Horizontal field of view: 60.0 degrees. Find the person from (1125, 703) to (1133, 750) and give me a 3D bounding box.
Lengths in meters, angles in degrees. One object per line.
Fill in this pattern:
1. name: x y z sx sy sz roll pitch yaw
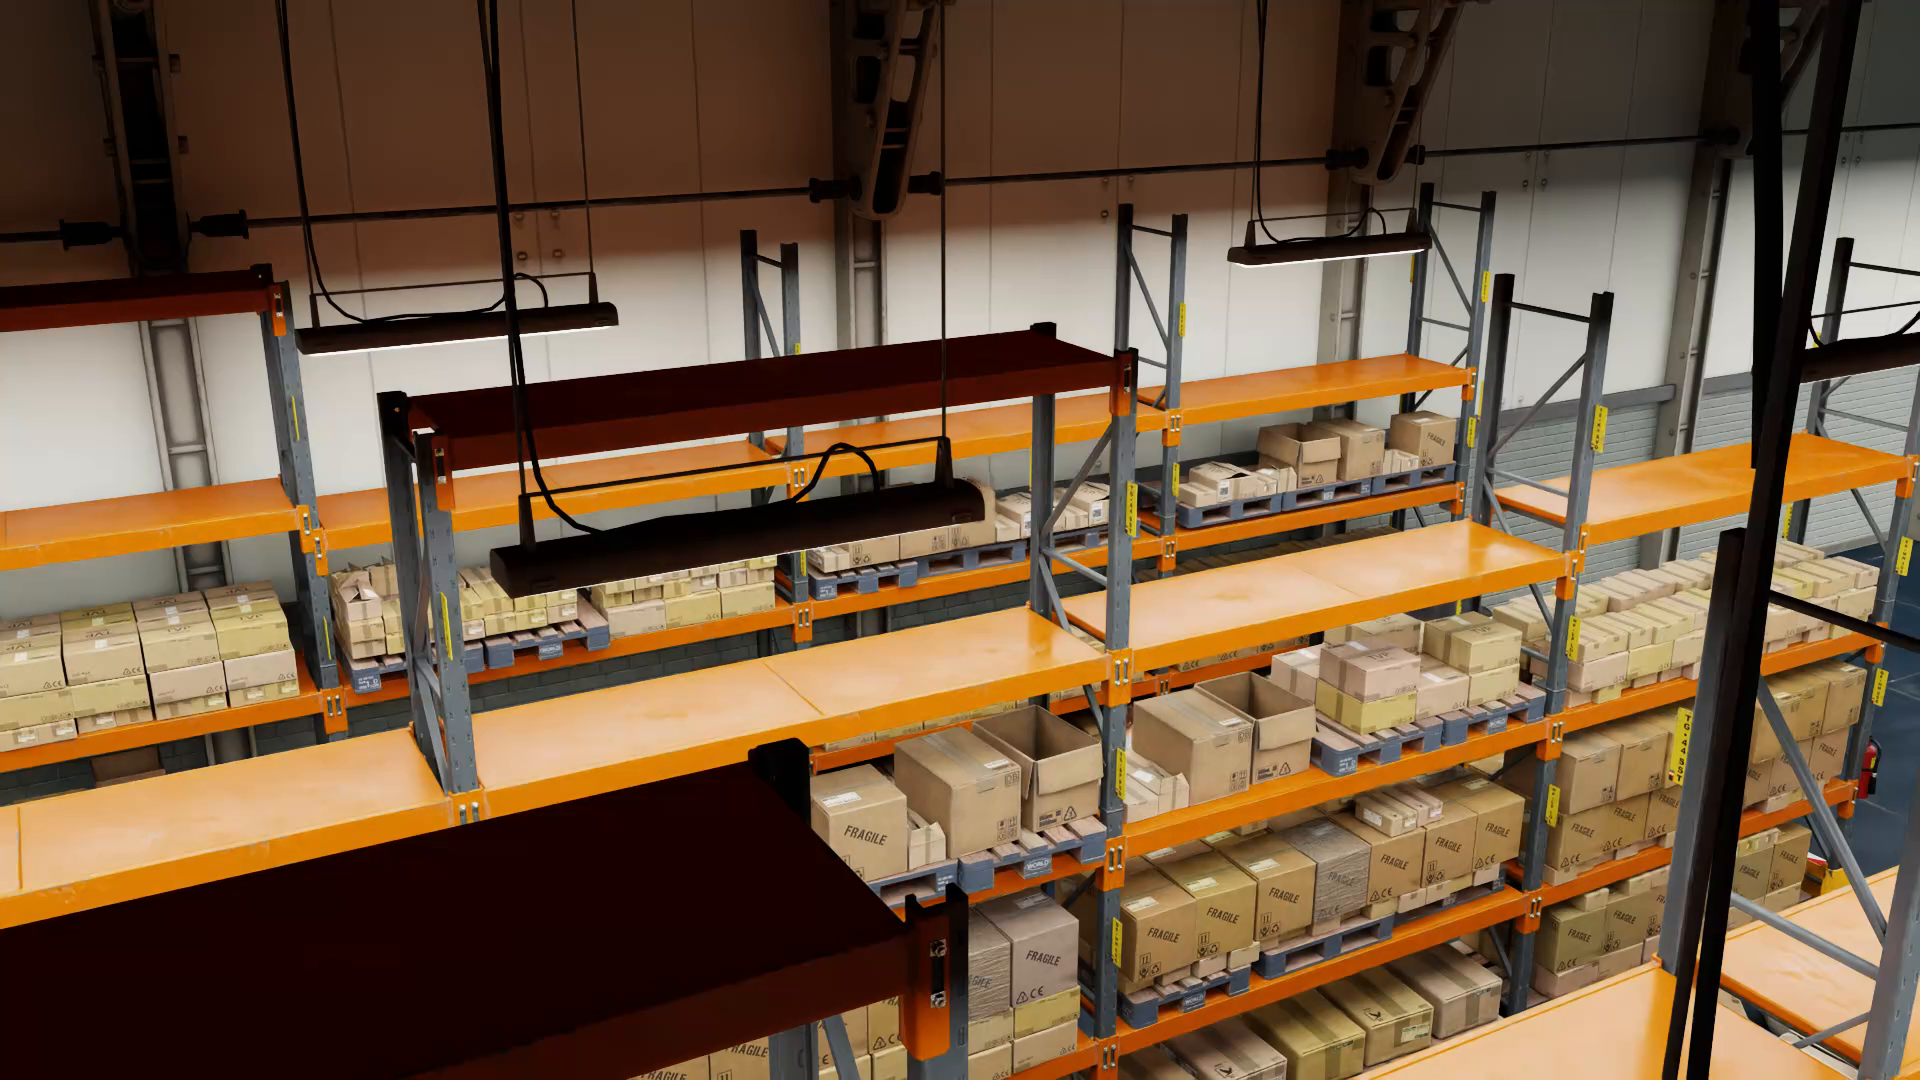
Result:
1. person: 1.540 2.236 15.627 0.542 1.520 0.507 -7 19 -19
